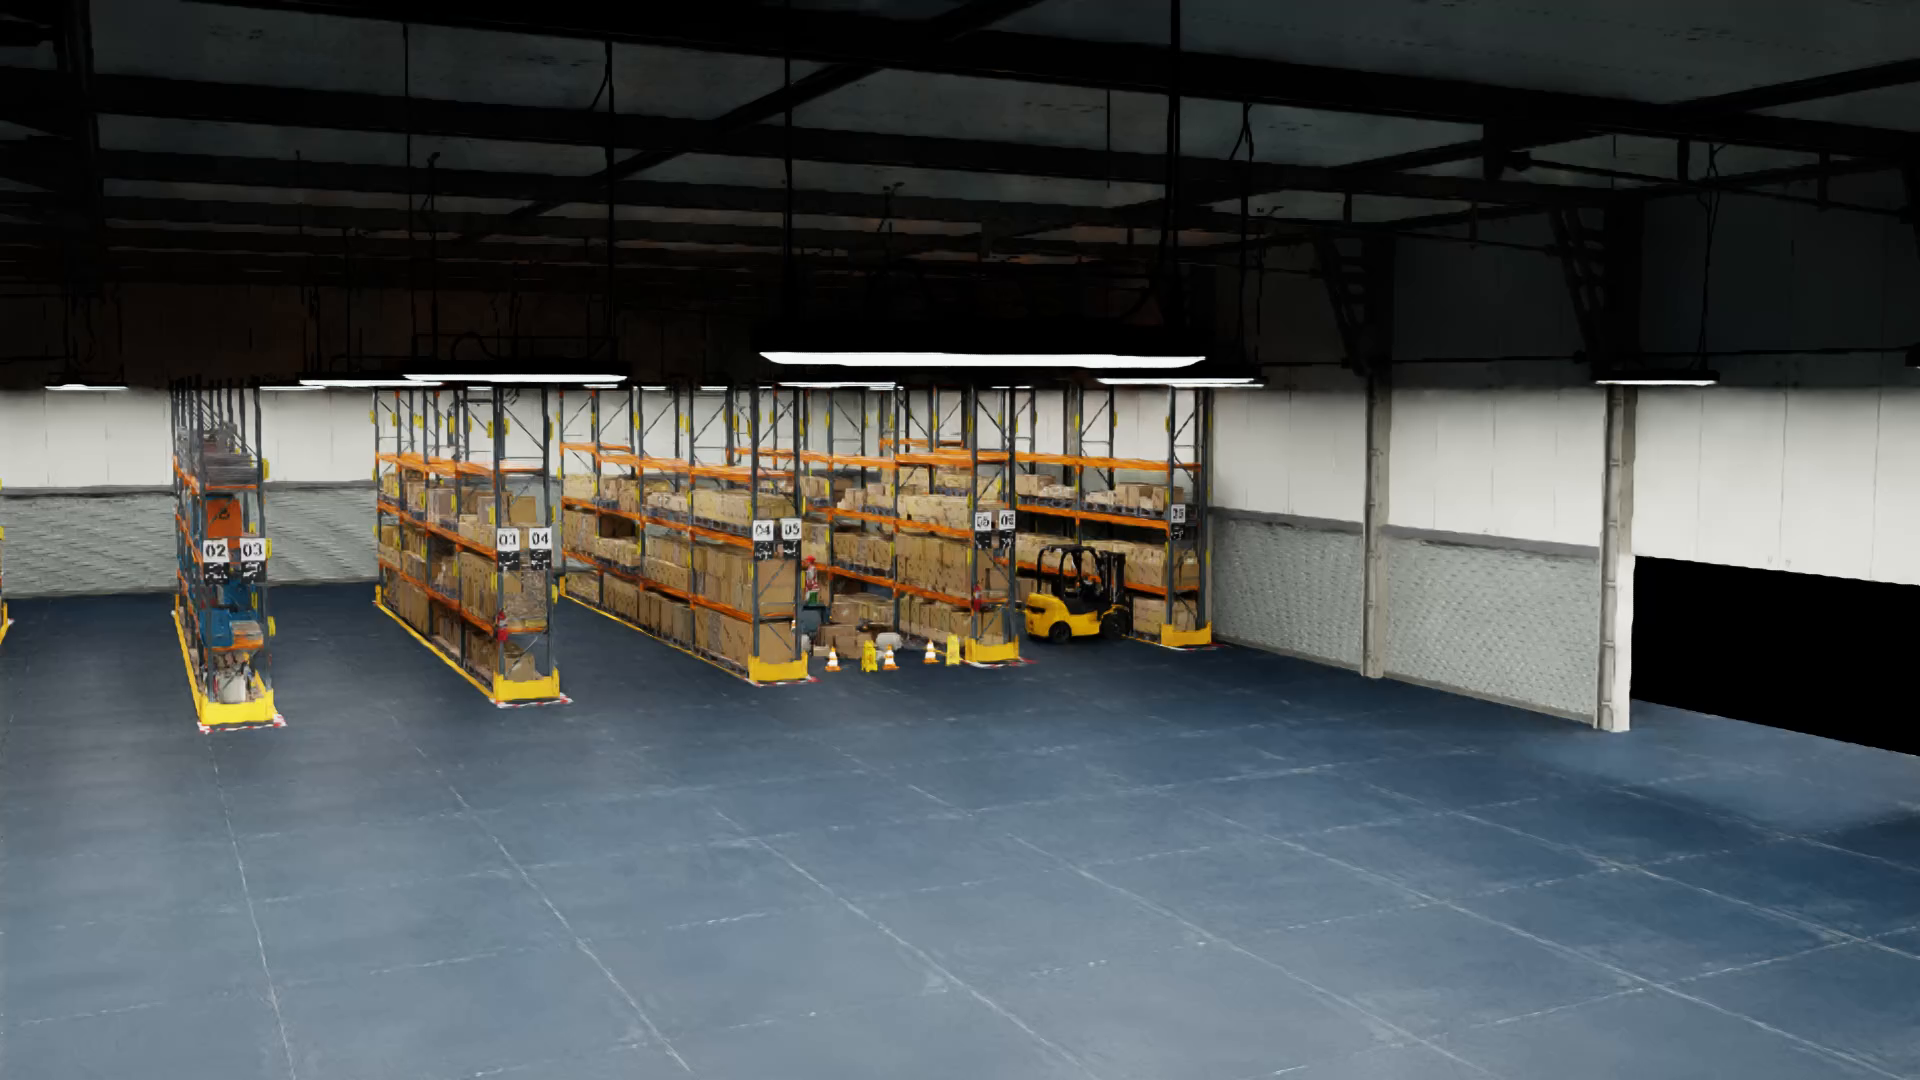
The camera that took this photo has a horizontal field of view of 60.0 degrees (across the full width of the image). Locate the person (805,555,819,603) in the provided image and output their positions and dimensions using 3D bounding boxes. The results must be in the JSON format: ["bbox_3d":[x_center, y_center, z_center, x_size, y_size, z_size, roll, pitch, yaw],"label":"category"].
[{"bbox_3d":[-3.630,1.249,40.149,0.570,1.786,0.653,0,5,0],"label":"person"}]

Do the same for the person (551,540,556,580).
[{"bbox_3d":[-12.412,0.487,49.848,0.492,1.609,0.953,-1,5,-6],"label":"person"}]

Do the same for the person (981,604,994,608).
[{"bbox_3d":[0.617,1.423,39.265,0.469,1.601,0.399,3,6,31],"label":"person"}]
